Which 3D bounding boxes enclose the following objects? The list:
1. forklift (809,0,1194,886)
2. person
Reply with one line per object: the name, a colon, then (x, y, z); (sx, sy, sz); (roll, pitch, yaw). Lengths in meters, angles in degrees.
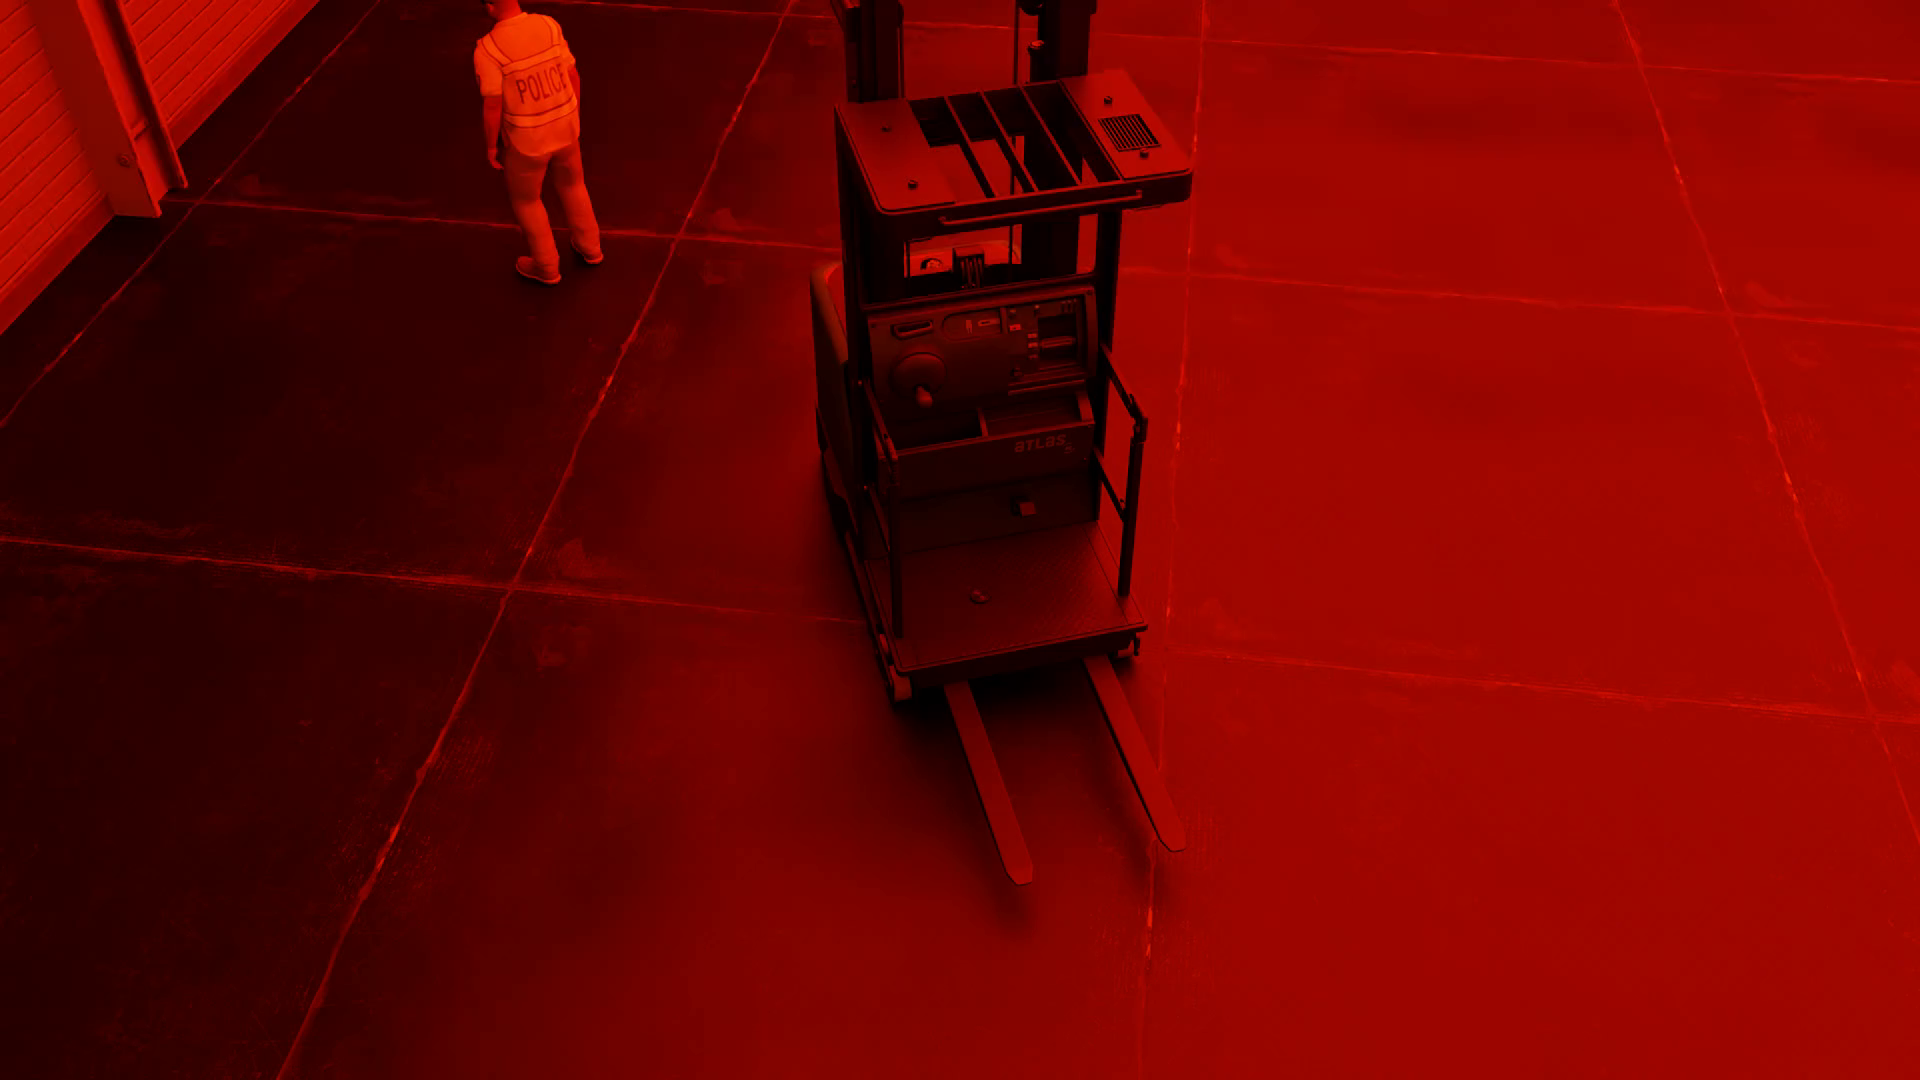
forklift: (0.153, -0.681, 6.465); (1.130, 2.935, 3.031); (-10, 44, -11)
person: (-2.288, -2.206, 8.999); (0.584, 1.748, 0.434); (-32, 51, -30)
